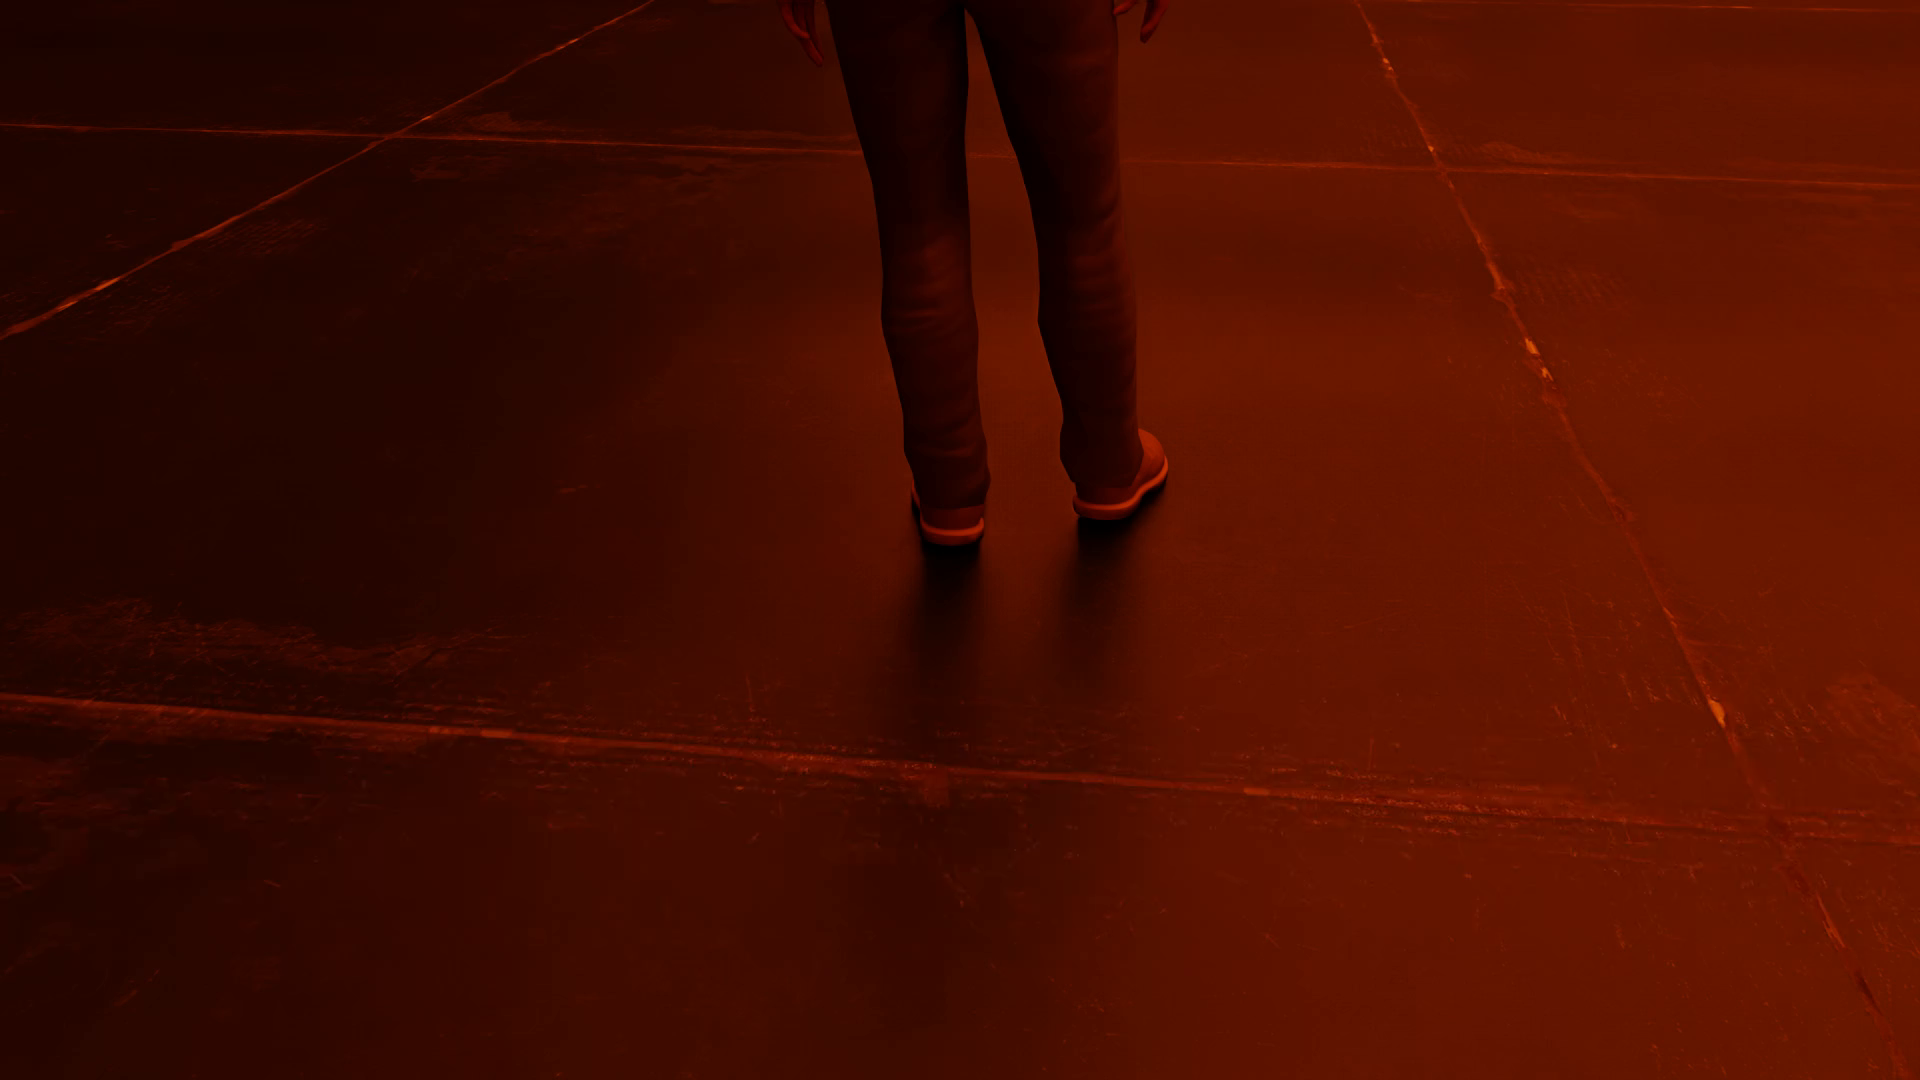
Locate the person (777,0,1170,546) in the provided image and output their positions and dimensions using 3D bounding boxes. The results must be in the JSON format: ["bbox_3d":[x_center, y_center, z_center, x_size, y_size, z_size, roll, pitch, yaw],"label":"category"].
[{"bbox_3d":[0.031,-0.779,2.205,0.570,1.642,0.504,3,27,7],"label":"person"}]
